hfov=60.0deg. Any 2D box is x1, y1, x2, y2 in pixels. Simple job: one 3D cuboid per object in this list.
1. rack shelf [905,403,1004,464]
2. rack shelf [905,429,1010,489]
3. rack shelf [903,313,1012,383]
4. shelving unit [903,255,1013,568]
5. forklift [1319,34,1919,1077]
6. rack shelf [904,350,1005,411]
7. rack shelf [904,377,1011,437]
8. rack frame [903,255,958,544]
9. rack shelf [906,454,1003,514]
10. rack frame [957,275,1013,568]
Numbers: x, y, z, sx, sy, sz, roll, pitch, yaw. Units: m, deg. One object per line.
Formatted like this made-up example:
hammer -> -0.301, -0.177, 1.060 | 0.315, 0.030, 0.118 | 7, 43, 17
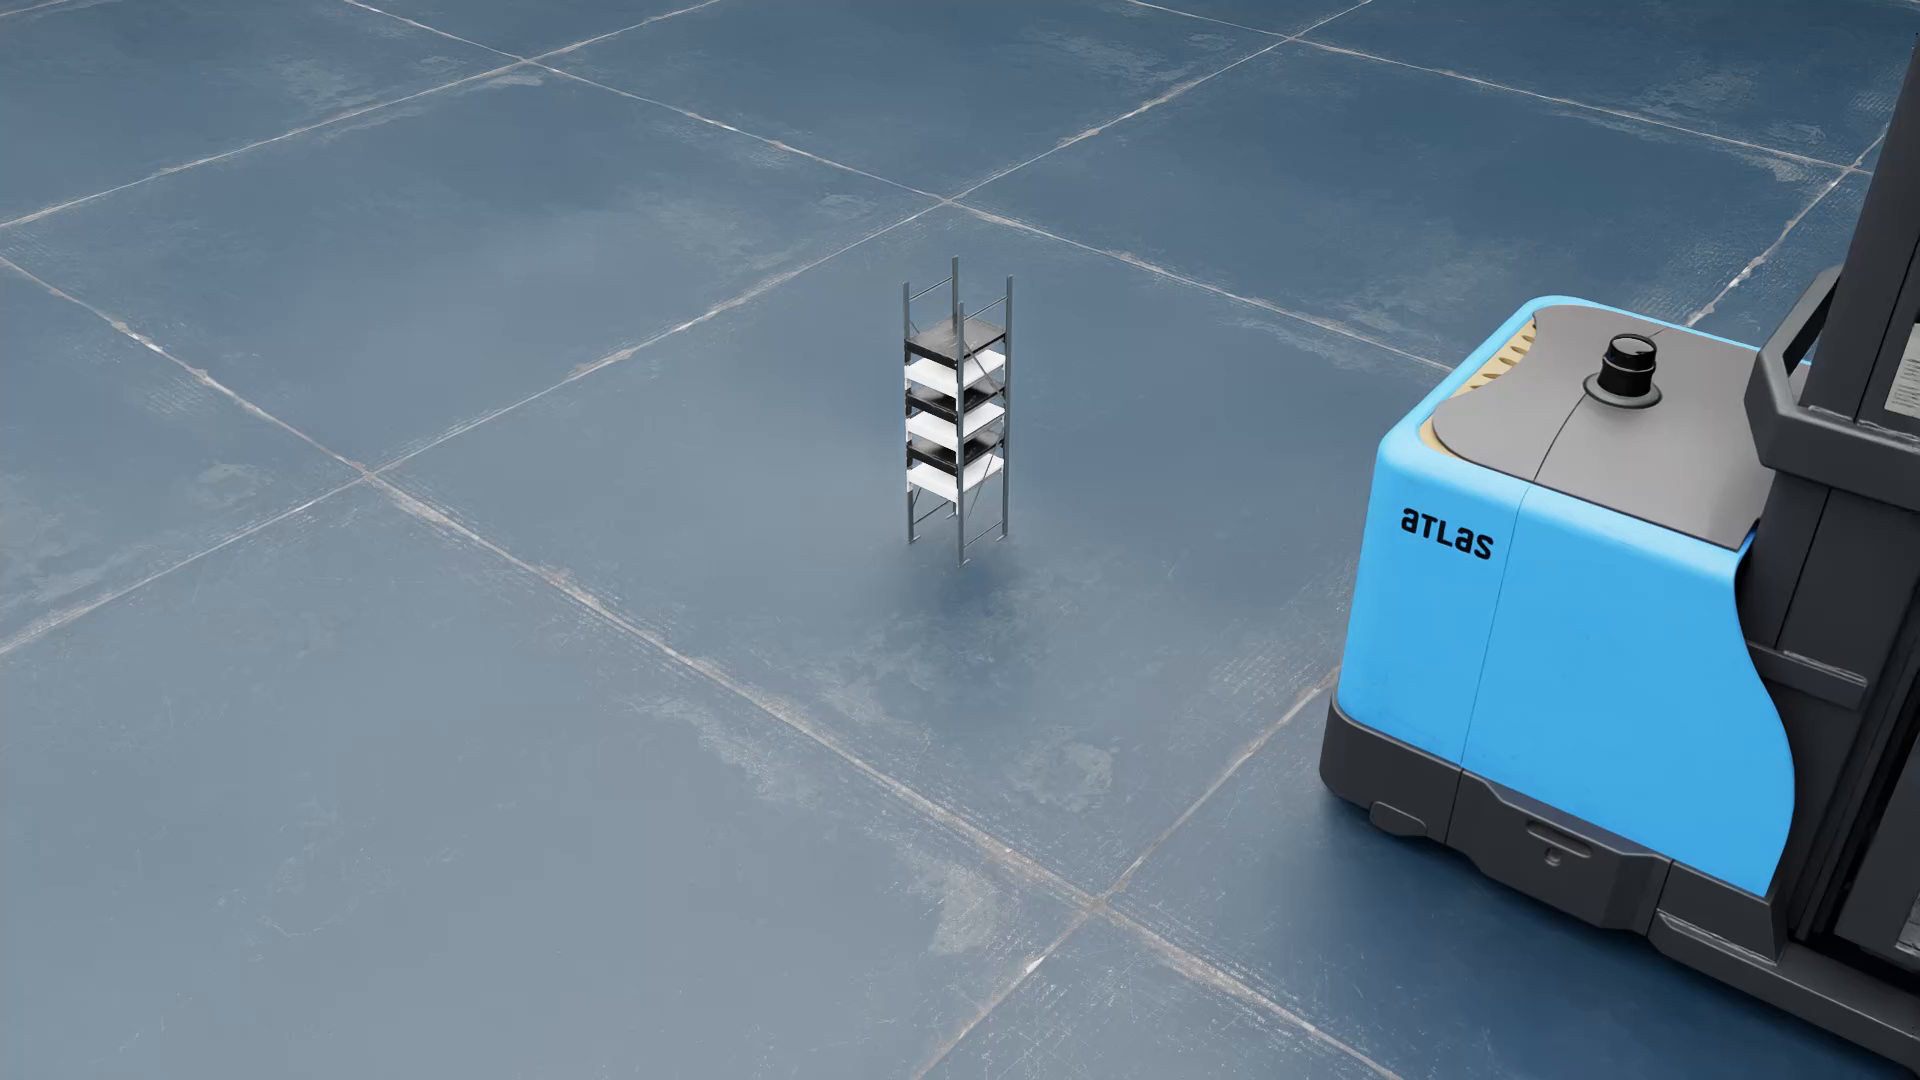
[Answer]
rack shelf -> -0.006, -0.346, 5.018 | 0.200, 0.077, 0.258 | 25, 42, 32
rack shelf -> -0.006, -0.272, 5.069 | 0.200, 0.077, 0.258 | 25, 42, 32
rack shelf -> -0.006, -0.569, 4.866 | 0.200, 0.077, 0.258 | 25, 42, 32
shelving unit -> -0.006, -0.374, 5.000 | 0.210, 0.900, 0.258 | 25, 42, 32
forklift -> 2.400, -0.256, 3.034 | 3.031, 2.935, 1.130 | 23, 41, 30
rack shelf -> -0.006, -0.495, 4.917 | 0.200, 0.077, 0.258 | 25, 42, 32
rack shelf -> -0.006, -0.421, 4.967 | 0.200, 0.077, 0.258 | 25, 42, 32
rack frame -> -0.084, -0.411, 5.053 | 0.006, 0.900, 0.240 | 25, 42, 32
rack shelf -> -0.006, -0.198, 5.120 | 0.200, 0.077, 0.258 | 25, 42, 32
rack frame -> 0.072, -0.337, 4.946 | 0.006, 0.900, 0.240 | 25, 42, 32
